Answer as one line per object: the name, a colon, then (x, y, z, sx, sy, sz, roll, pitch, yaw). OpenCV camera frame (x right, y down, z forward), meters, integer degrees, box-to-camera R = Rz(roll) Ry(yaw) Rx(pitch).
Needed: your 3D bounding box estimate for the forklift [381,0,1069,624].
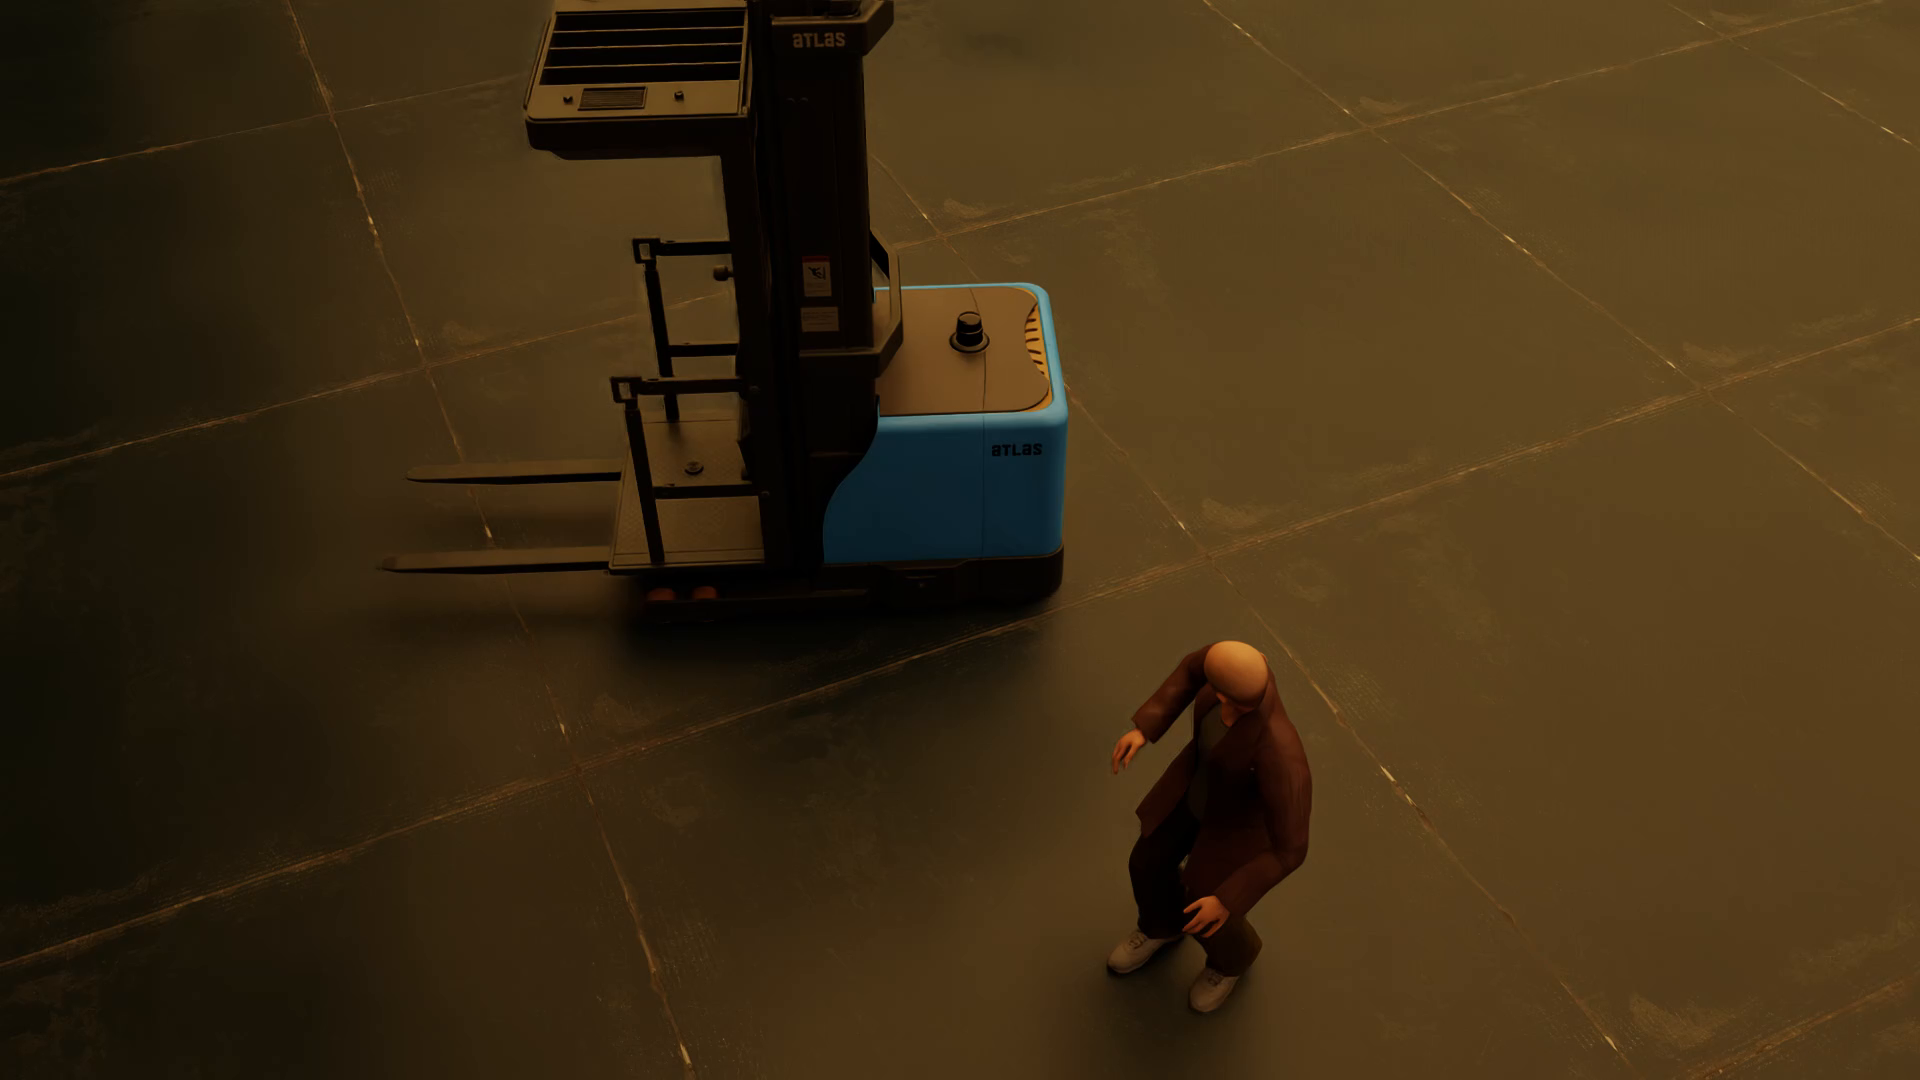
forklift: (-1.075, -1.070, 6.827, 3.031, 2.935, 1.130, -2, 43, -2)

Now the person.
person: (0.831, 0.954, 5.573, 0.551, 1.722, 0.825, -18, 46, -19)
